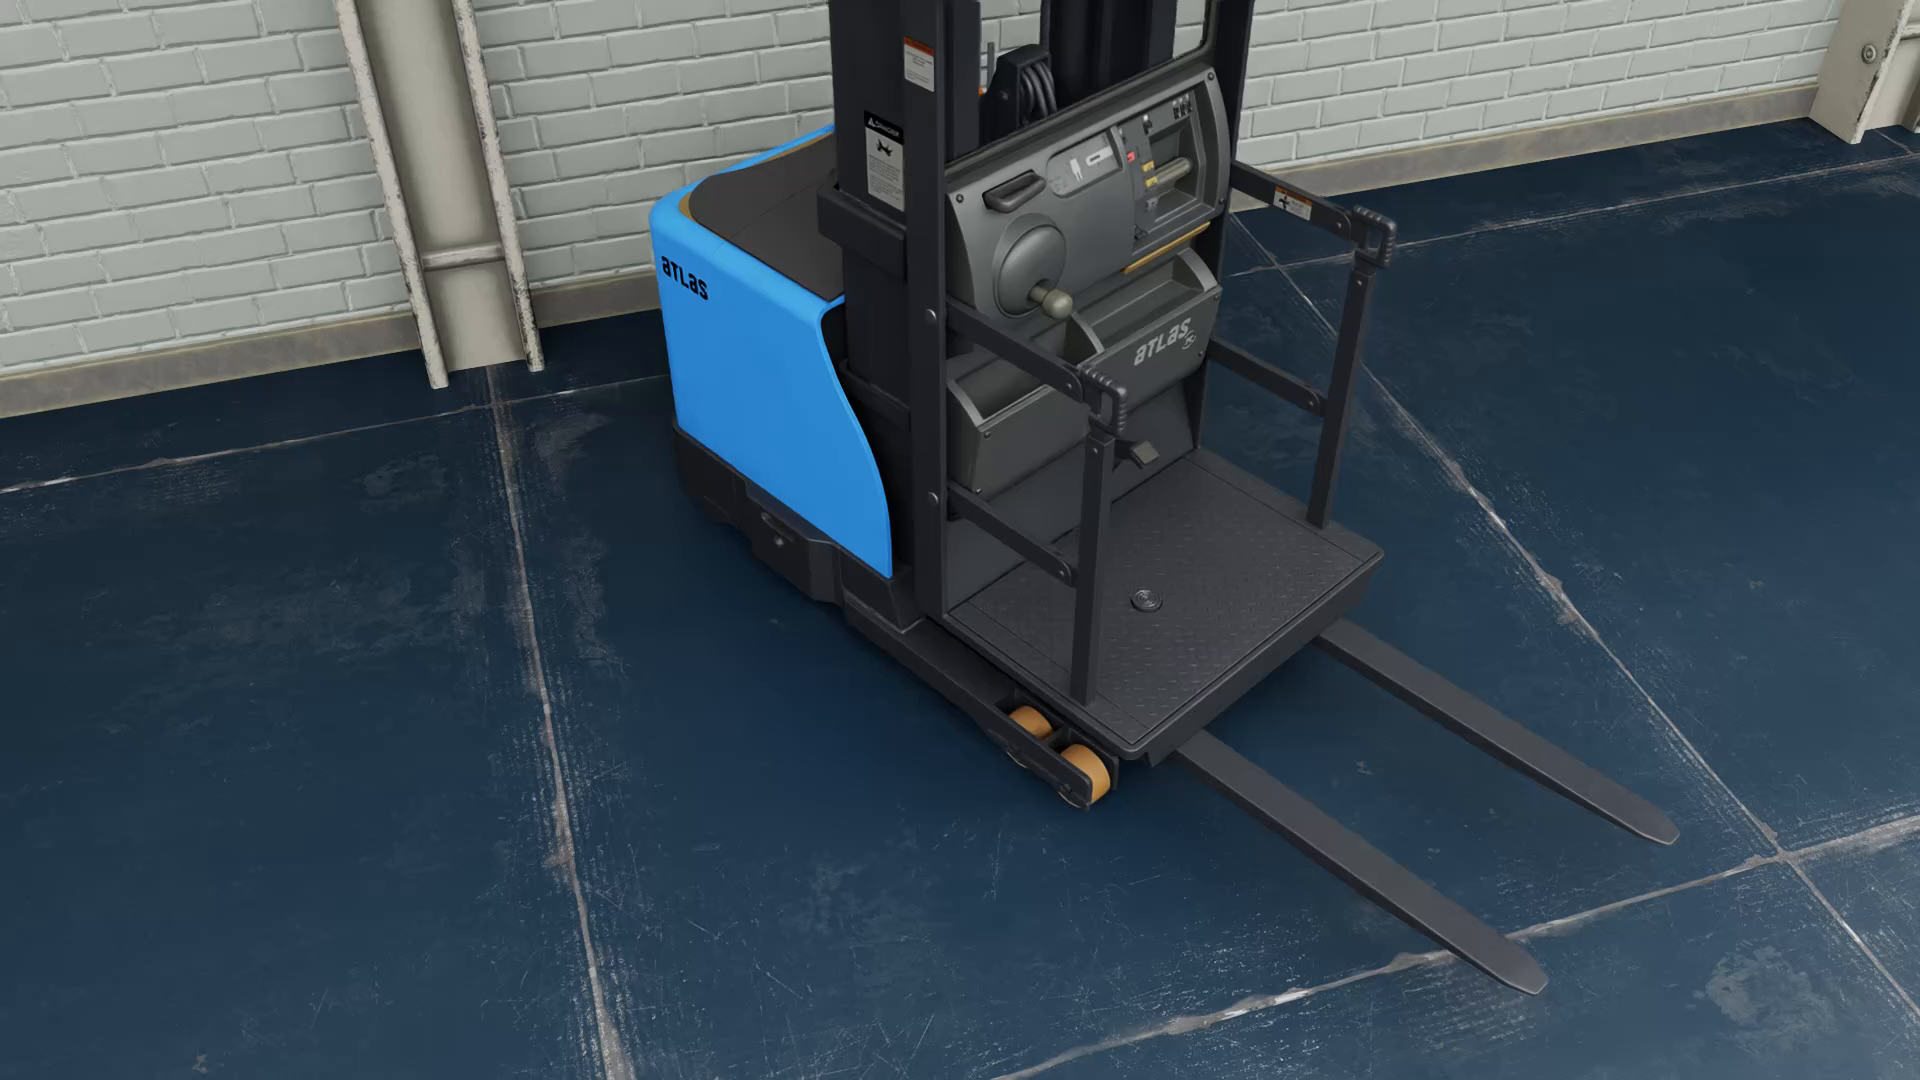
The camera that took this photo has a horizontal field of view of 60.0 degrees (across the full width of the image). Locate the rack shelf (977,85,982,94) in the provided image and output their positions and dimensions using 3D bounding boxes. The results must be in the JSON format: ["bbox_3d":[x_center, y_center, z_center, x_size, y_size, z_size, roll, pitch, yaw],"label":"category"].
[{"bbox_3d":[-0.034,-1.391,5.450,0.258,0.103,0.180,-8,42,-9],"label":"rack shelf"}]

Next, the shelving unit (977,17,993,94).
[{"bbox_3d":[-0.034,-1.153,5.658,0.258,1.200,0.189,-8,42,-9],"label":"shelving unit"}]

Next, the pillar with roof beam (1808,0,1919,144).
[{"bbox_3d":[5.299,-2.540,1.318,0.400,9.000,9.100,-12,42,-13],"label":"pillar with roof beam"}]

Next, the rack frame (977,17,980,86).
[{"bbox_3d":[-0.054,-1.212,5.725,0.240,1.200,0.006,-8,42,-9],"label":"rack frame"}]

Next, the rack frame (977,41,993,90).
[{"bbox_3d":[-0.014,-1.094,5.591,0.240,1.200,0.006,-8,42,-9],"label":"rack frame"}]

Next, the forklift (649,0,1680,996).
[{"bbox_3d":[0.482,-0.779,3.914,1.130,2.935,3.031,-32,51,-32],"label":"forklift"}]
